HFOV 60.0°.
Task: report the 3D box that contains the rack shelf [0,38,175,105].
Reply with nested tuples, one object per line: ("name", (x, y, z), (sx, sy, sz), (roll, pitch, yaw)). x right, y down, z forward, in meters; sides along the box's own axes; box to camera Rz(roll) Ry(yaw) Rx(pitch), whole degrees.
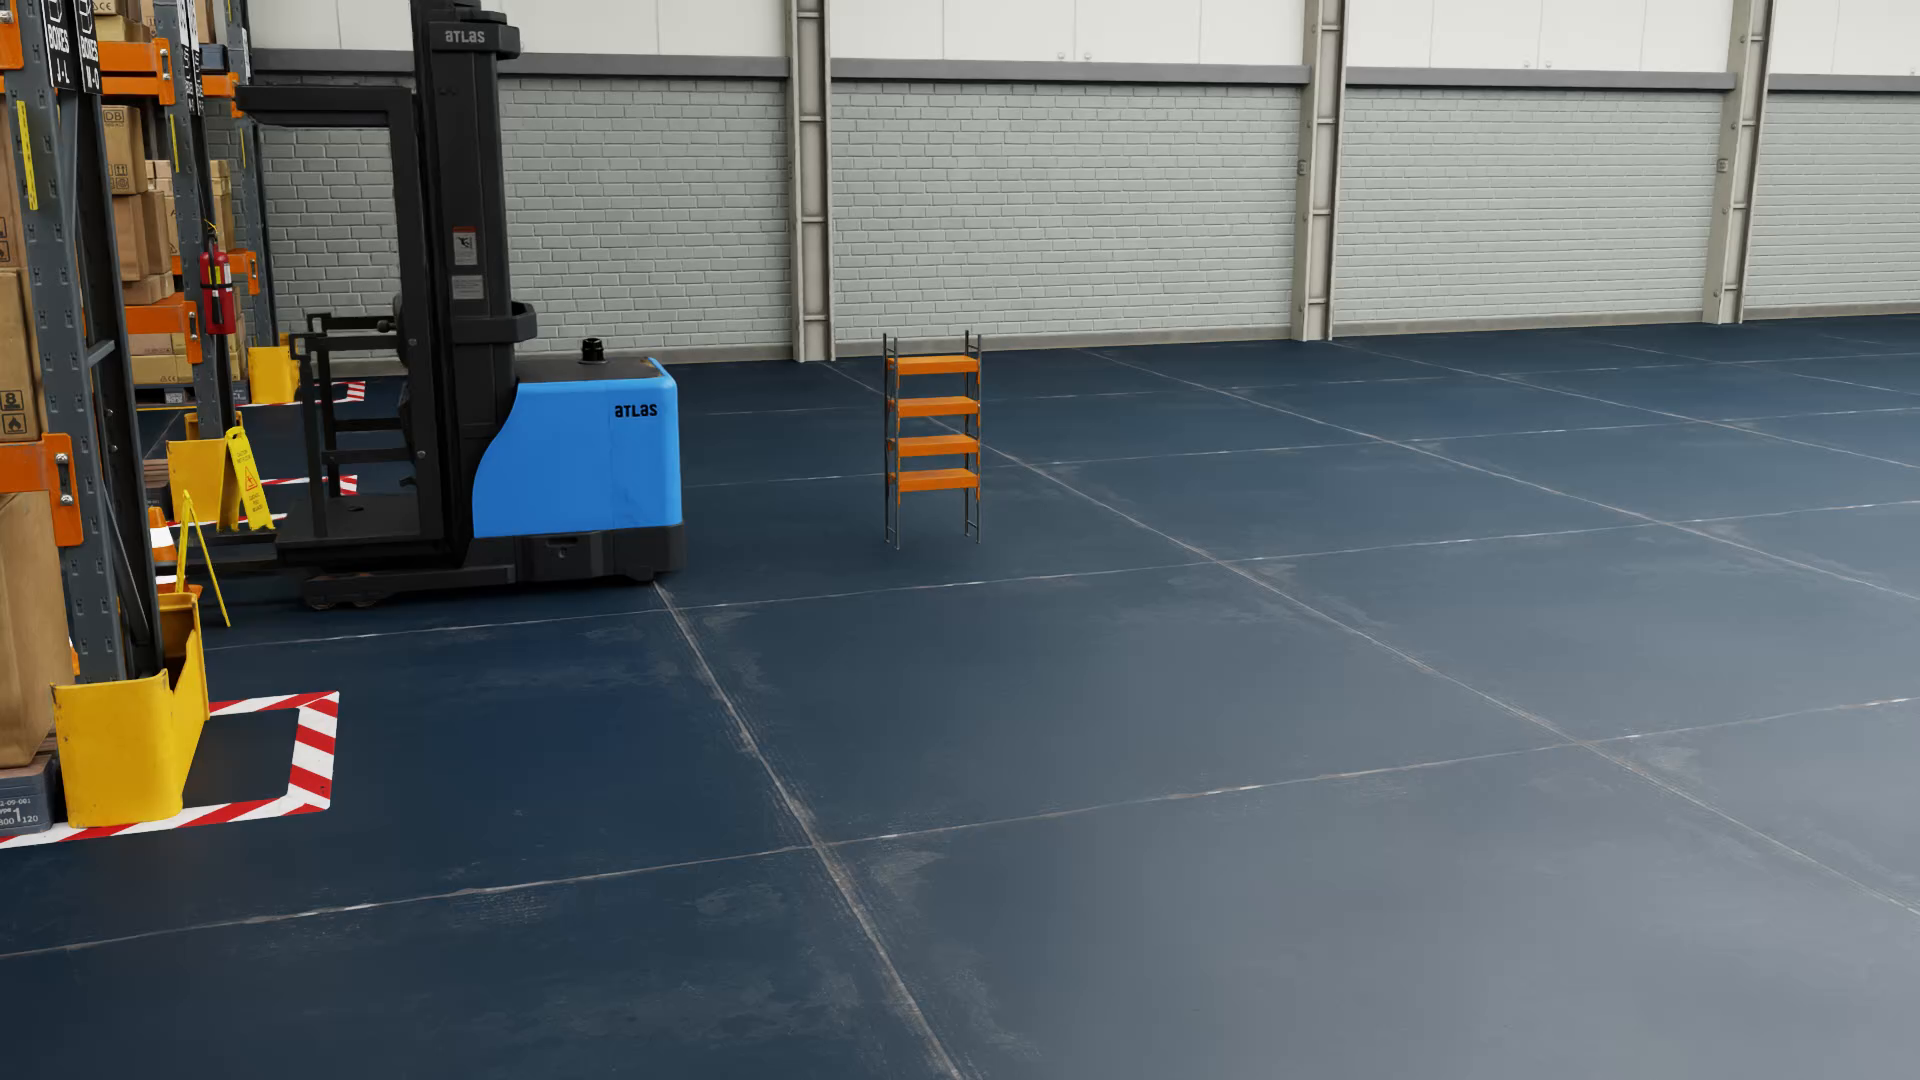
("rack shelf", (-6.603, -2.665, 9.439), (4.000, 0.370, 1.077), (-4, 14, -18))

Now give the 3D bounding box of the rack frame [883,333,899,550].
("rack frame", (-0.388, -0.553, 9.377), (0.015, 1.200, 0.240), (-4, 14, -18))

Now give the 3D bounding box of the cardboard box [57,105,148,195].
("cardboard box", (-5.122, -2.298, 9.802), (0.500, 0.500, 0.700), (-5, 14, -19))

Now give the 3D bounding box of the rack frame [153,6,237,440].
("rack frame", (-4.708, -1.704, 10.323), (0.127, 3.000, 1.000), (-4, 14, -18))

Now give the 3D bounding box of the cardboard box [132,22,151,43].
("cardboard box", (-5.125, -3.088, 10.202), (0.250, 0.149, 0.380), (-4, 14, -18))

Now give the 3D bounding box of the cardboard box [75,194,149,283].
("cardboard box", (-5.134, -1.797, 9.855), (0.500, 0.500, 0.500), (-5, 14, -19))

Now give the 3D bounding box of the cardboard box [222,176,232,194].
("cardboard box", (-6.698, -3.188, 14.946), (0.250, 0.149, 0.380), (-5, 14, -20))

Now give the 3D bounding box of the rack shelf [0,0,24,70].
("rack shelf", (-4.929, -1.587, 4.906), (4.000, 0.370, 1.077), (-4, 14, -18))

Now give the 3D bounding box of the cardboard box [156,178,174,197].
("cardboard box", (-6.766, -3.044, 14.340), (0.250, 0.149, 0.380), (-4, 14, -17))

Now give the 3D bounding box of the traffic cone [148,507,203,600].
("traffic cone", (-4.027, 0.063, 8.376), (0.334, 0.463, 0.336), (-4, 14, -18))

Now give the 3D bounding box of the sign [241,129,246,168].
("sign", (-6.134, -3.351, 14.233), (0.005, 0.325, 0.100), (-4, 14, -18))

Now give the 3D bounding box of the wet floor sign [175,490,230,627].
("wet floor sign", (-3.637, 0.083, 7.898), (0.232, 0.644, 0.267), (-7, 15, -28))

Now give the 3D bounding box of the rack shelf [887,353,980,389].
("rack shelf", (-0.157, -0.954, 9.362), (0.480, 0.148, 0.258), (-4, 14, -18))

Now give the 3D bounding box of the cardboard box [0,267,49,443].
("cardboard box", (-3.370, -0.661, 5.616), (0.550, 0.550, 0.875), (-4, 14, -18))

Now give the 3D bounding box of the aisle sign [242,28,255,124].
("aisle sign", (-6.138, -3.997, 14.348), (0.004, 0.787, 0.394), (-4, 14, -18))

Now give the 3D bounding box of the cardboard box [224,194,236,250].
("cardboard box", (-6.852, -2.865, 14.990), (0.500, 0.500, 0.500), (-4, 14, -16))

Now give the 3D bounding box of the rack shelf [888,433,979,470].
("rack shelf", (-0.157, -0.506, 9.468), (0.480, 0.148, 0.258), (-4, 14, -18))

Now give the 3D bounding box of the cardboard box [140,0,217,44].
("cardboard box", (-6.636, -4.467, 14.118), (0.500, 0.500, 0.500), (-4, 14, -16))

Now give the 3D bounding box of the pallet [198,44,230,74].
("pallet", (-6.973, -4.162, 14.367), (1.213, 0.211, 1.003), (-4, 14, -18))

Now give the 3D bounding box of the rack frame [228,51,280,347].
("rack frame", (-6.294, -2.792, 14.899), (0.127, 3.000, 1.000), (-4, 14, -18))

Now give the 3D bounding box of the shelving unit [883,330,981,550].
("shelving unit", (-0.157, -0.571, 9.453), (0.503, 1.200, 0.258), (-4, 14, -18))

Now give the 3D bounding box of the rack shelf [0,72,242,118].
("rack shelf", (-8.190, -3.754, 14.015), (4.000, 0.370, 1.077), (-4, 14, -18))

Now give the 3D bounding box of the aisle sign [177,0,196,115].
("aisle sign", (-4.556, -2.909, 9.774), (0.004, 0.787, 0.394), (-4, 14, -18))

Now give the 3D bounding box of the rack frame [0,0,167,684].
("rack frame", (-3.033, -0.626, 5.791), (0.127, 3.000, 1.000), (-4, 14, -18))

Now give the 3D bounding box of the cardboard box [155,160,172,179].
("cardboard box", (-6.790, -3.203, 14.367), (0.250, 0.149, 0.380), (-4, 14, -18))

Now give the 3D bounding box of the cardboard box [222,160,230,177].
("cardboard box", (-6.681, -3.323, 14.871), (0.250, 0.149, 0.380), (-5, 14, -19))

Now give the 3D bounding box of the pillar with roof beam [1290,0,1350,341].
("pillar with roof beam", (5.505, -5.798, 14.574), (0.400, 9.000, 9.100), (-4, 14, -18))

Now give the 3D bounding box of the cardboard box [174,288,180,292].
("cardboard box", (-7.283, -2.114, 14.920), (0.500, 0.250, 0.500), (-4, 14, -18))

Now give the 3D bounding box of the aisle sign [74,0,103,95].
("aisle sign", (-3.062, -1.961, 5.788), (0.004, 0.787, 0.394), (-4, 14, -18))

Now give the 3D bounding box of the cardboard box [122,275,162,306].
("cardboard box", (-4.994, -1.507, 10.039), (0.250, 0.149, 0.380), (-4, 14, -16))

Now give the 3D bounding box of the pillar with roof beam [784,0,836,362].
("pillar with roof beam", (-0.182, -5.356, 12.712), (0.400, 9.000, 9.100), (-4, 14, -18))

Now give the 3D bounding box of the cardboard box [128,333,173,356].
("cardboard box", (-7.135, -1.763, 14.526), (0.500, 0.250, 0.500), (-5, 14, -19))

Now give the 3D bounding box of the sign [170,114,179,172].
("sign", (-4.550, -2.298, 9.635), (0.005, 0.325, 0.100), (-4, 14, -18))

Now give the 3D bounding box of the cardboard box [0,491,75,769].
("cardboard box", (-3.655, 0.268, 5.717), (0.875, 0.875, 0.875), (-4, 14, -18))

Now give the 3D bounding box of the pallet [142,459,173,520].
("pallet", (-5.561, -0.289, 10.403), (1.213, 0.211, 1.003), (-4, 14, -18))

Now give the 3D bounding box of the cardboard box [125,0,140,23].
("cardboard box", (-5.269, -3.256, 10.049), (0.500, 0.250, 0.500), (-5, 14, -19))

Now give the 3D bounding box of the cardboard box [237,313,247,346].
("cardboard box", (-6.806, -1.913, 15.156), (0.500, 0.250, 0.500), (-4, 14, -17))

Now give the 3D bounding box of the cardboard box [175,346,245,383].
("cardboard box", (-6.639, -1.555, 14.732), (0.500, 0.250, 0.500), (-4, 14, -18))

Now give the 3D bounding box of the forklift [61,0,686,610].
("forklift", (-3.016, -1.218, 8.430), (3.031, 2.935, 1.130), (-4, 14, -16))

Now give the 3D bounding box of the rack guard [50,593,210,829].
("rack guard", (-3.010, 0.589, 6.087), (0.348, 0.500, 1.175), (-4, 14, -18))
